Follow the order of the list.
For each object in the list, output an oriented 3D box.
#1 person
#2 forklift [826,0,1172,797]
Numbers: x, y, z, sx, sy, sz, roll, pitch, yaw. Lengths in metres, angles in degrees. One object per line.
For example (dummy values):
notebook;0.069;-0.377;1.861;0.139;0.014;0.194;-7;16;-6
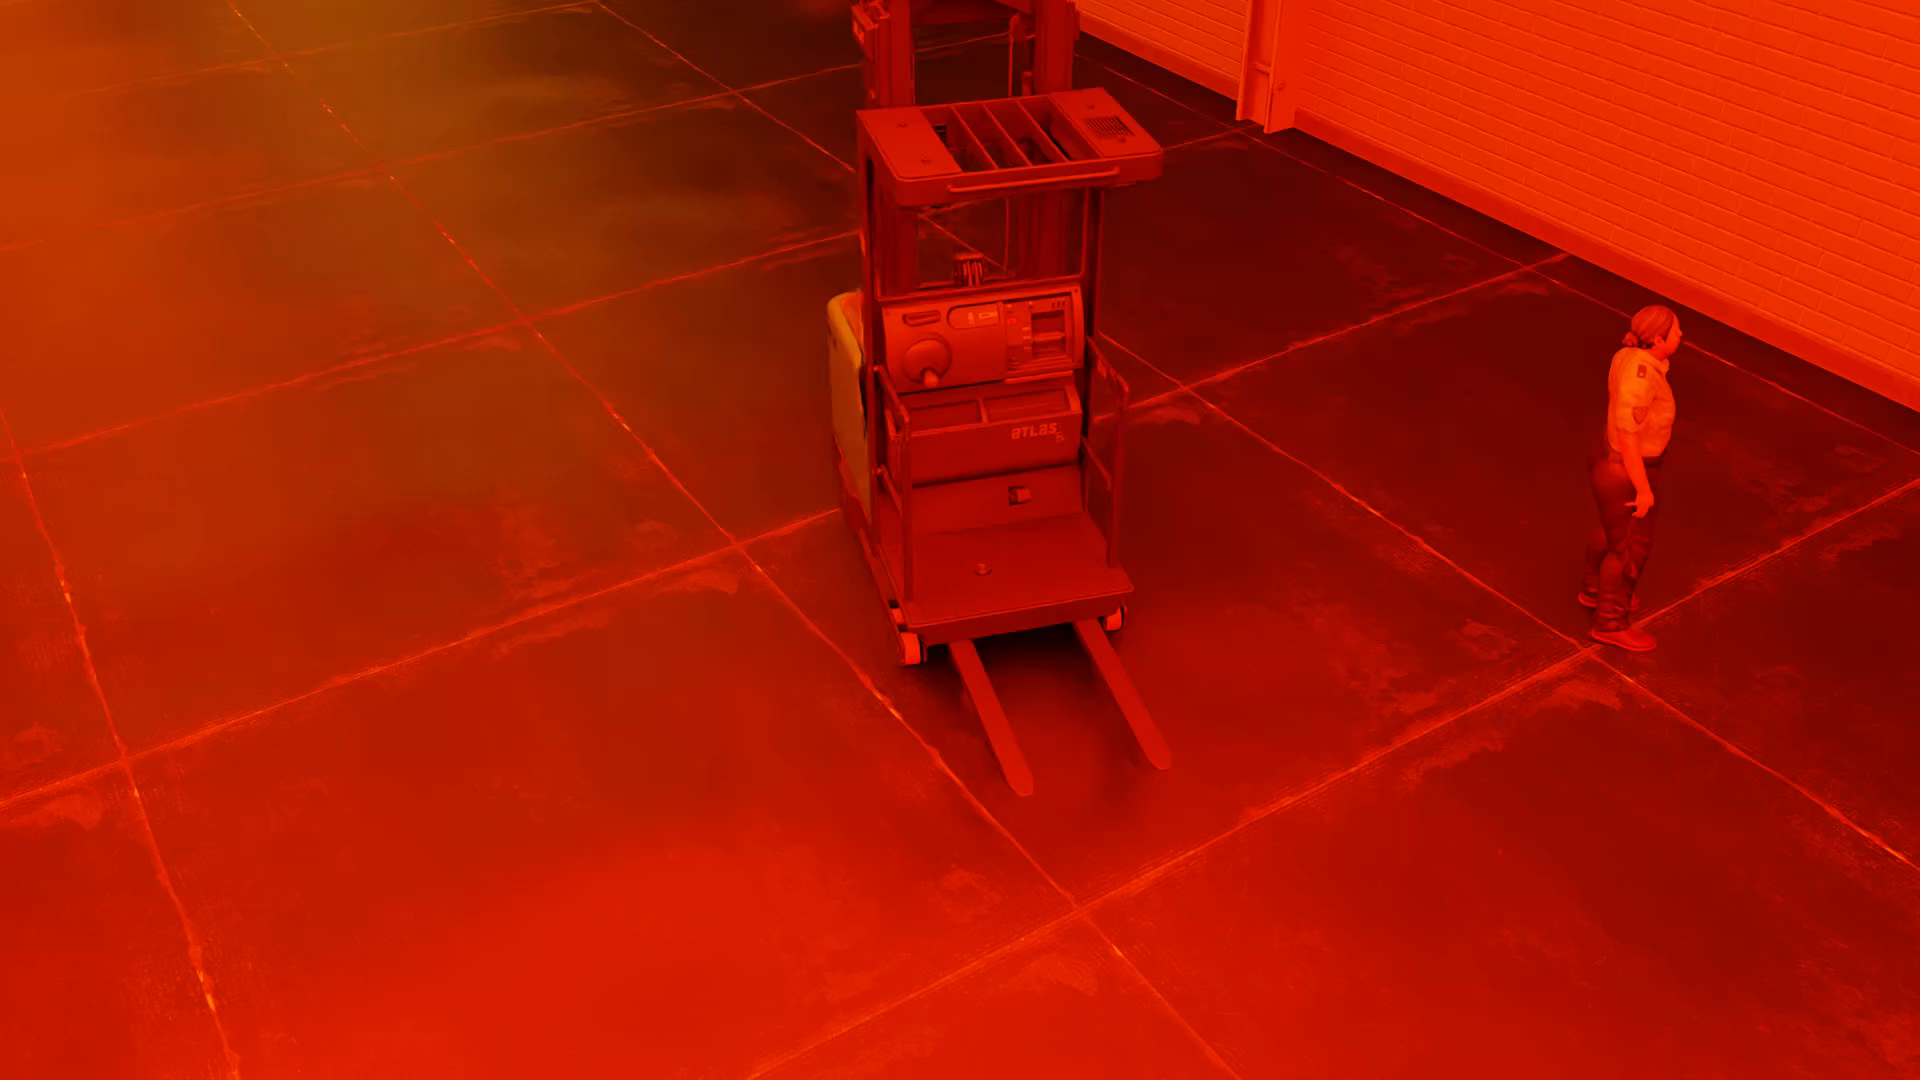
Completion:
person;3.155;-0.305;7.709;0.462;1.657;0.563;8;36;11
forklift;0.169;-0.855;7.365;1.130;2.935;3.031;-9;36;-12
